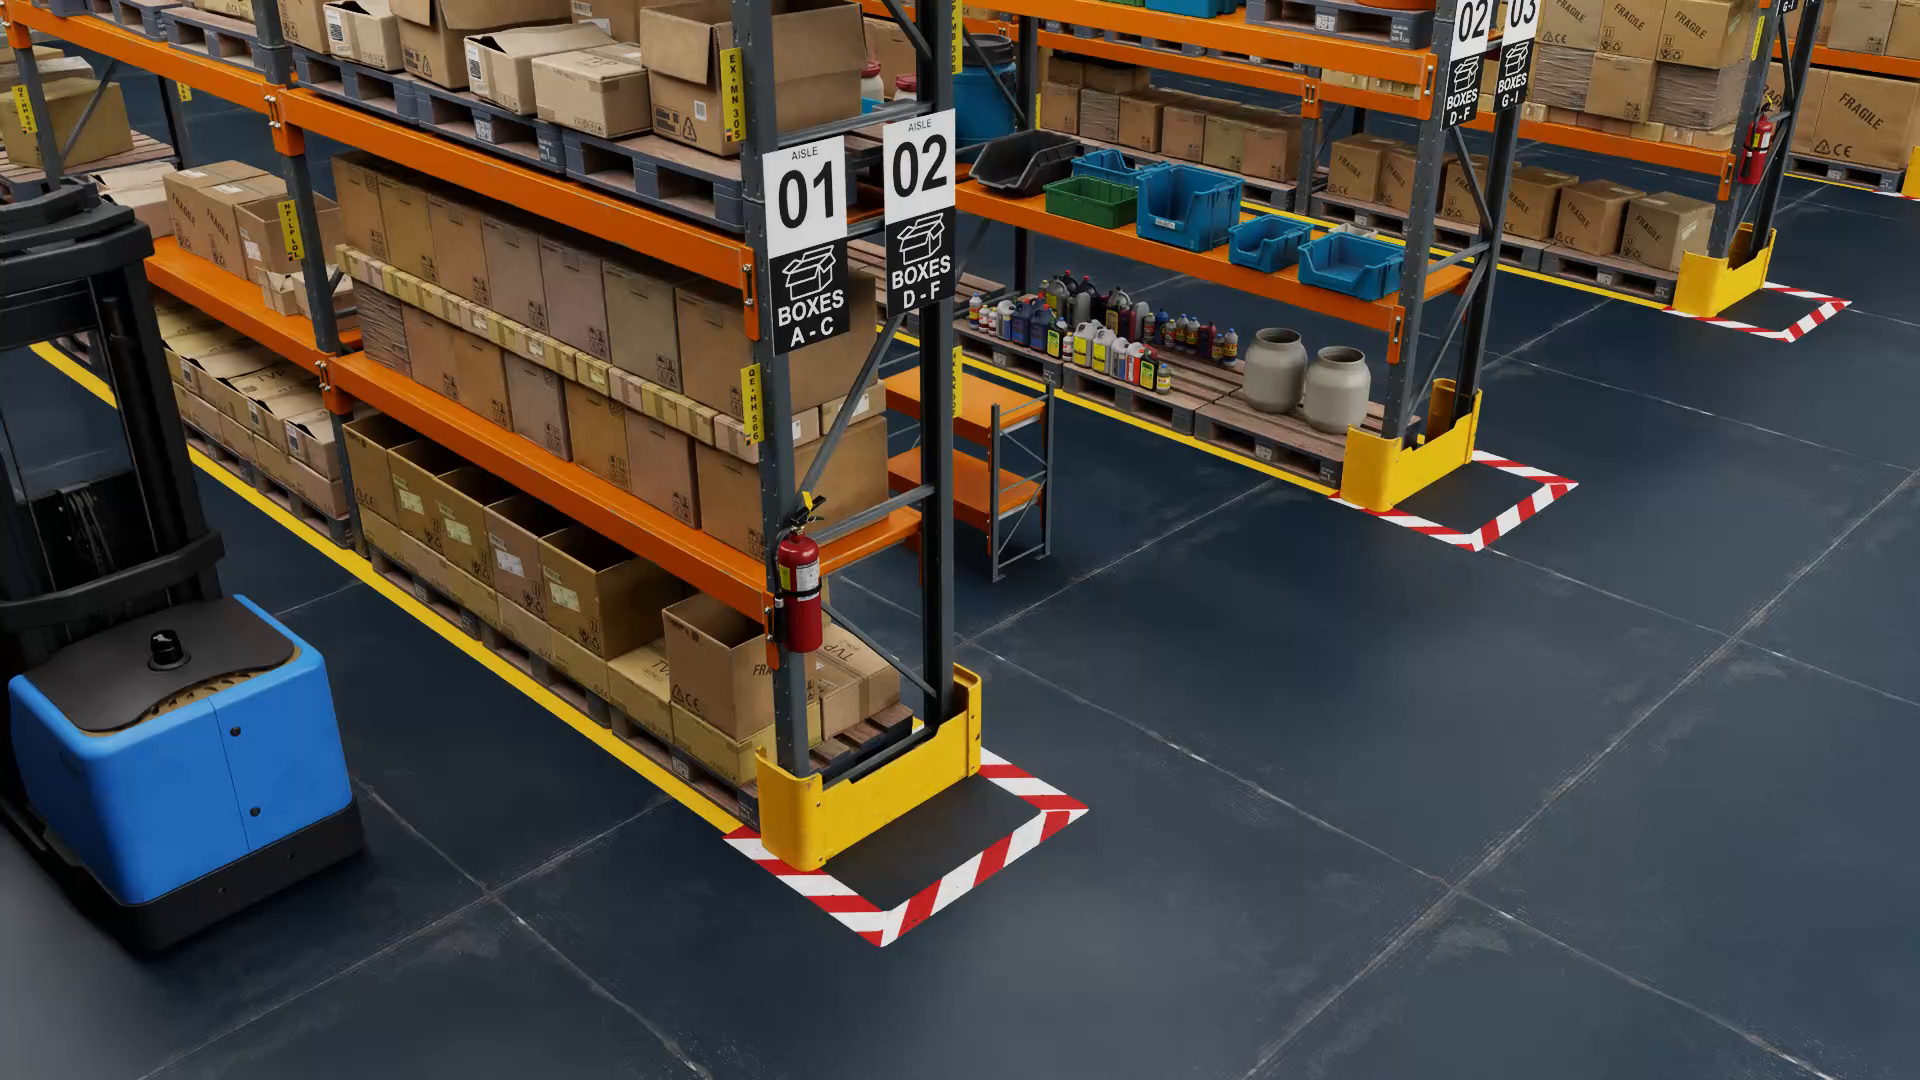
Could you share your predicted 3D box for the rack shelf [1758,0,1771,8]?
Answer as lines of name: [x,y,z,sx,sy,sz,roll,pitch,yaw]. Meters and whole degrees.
rack shelf: [5.100,-5.037,14.157,4.000,0.370,1.077,25,36,38]

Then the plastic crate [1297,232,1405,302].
plastic crate: [2.487,-1.730,10.477,0.616,0.251,0.499,25,36,38]

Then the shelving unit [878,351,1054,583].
shelving unit: [-0.005,-0.500,9.992,1.048,1.125,0.538,25,36,38]

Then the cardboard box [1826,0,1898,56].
cardboard box: [9.372,-5.333,17.009,0.550,0.550,0.875,25,36,38]

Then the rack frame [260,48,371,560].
rack frame: [-3.274,-1.394,9.679,0.127,3.000,1.000,25,36,38]

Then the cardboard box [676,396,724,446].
cardboard box: [-1.015,-0.567,7.301,0.380,0.149,0.250,-24,36,-38]

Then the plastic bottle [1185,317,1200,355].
plastic bottle: [1.735,-1.526,12.388,0.097,0.271,0.097,0,28,0]

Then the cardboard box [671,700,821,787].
cardboard box: [-1.011,0.865,7.885,0.500,0.250,0.500,25,36,38]

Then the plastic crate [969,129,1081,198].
plastic crate: [0.486,-2.797,12.412,0.504,0.338,0.767,25,36,38]

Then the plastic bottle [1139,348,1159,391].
plastic bottle: [1.341,-1.210,11.774,0.061,0.283,0.133,-24,36,-38]

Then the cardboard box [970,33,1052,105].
cardboard box: [0.344,-5.463,19.249,0.875,0.875,1.225,23,35,36]

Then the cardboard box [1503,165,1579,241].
cardboard box: [5.210,-3.059,15.079,0.500,0.500,0.500,-21,34,-35]

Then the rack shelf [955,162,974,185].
rack shelf: [-1.224,-3.371,14.211,4.000,0.370,1.077,25,36,38]

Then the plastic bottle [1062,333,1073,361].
plastic bottle: [0.806,-1.430,12.281,0.097,0.201,0.097,0,28,0]

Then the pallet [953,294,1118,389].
pallet: [0.651,-1.570,13.009,1.213,0.211,1.003,25,36,38]

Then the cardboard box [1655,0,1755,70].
cardboard box: [5.961,-4.092,13.307,0.500,0.500,0.500,25,36,38]

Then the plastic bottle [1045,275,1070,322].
plastic bottle: [0.762,-1.897,13.008,0.185,0.351,0.144,25,36,38]

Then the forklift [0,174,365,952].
forklift: [-4.099,-0.175,7.434,3.031,2.935,1.130,24,36,38]

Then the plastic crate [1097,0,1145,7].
plastic crate: [1.136,-3.666,11.003,0.450,0.188,0.336,25,36,38]

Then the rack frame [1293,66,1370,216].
rack frame: [3.674,-4.681,15.929,0.127,3.000,1.000,25,36,38]

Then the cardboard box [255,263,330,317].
cardboard box: [-4.029,-1.561,10.140,0.258,0.266,0.396,24,36,37]

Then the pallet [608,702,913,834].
pallet: [-0.996,0.909,8.294,1.213,0.211,1.003,25,36,38]

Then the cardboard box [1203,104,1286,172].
cardboard box: [2.925,-4.139,17.111,0.500,0.500,0.700,24,36,38]

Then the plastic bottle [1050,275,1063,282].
plastic bottle: [0.776,-1.982,13.242,0.061,0.283,0.133,-23,36,-37]

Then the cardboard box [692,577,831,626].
cardboard box: [-1.006,0.199,8.347,0.500,0.500,0.500,25,36,38]

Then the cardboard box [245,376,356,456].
cardboard box: [-4.139,-0.816,10.480,0.500,0.311,0.500,-24,36,-38]

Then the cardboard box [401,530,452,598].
cardboard box: [-2.803,0.053,9.429,0.500,0.250,0.500,25,36,38]

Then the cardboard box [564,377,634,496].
cardboard box: [-1.473,-0.624,8.106,0.500,0.500,0.700,25,37,39]

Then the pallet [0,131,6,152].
pallet: [-7.516,-3.248,13.410,1.213,0.211,1.003,25,36,38]

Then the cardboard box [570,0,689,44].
cardboard box: [-1.414,-2.342,7.548,0.500,0.500,0.500,25,36,38]

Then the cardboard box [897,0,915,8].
cardboard box: [-0.428,-6.442,19.171,0.500,0.500,0.500,23,36,37]

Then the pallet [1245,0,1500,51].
pallet: [2.533,-3.278,10.242,1.213,0.211,1.003,25,36,38]

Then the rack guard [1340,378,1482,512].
rack guard: [2.967,-0.635,10.920,0.348,0.500,1.175,25,36,38]

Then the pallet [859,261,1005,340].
pallet: [-0.385,-2.046,13.915,1.213,0.211,1.003,25,36,38]

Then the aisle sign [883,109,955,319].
aisle sign: [-0.160,-1.320,6.744,0.004,0.787,0.394,25,36,38]

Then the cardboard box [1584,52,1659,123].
cardboard box: [5.713,-3.863,13.947,0.500,0.500,0.875,25,36,38]

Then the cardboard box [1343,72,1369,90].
cardboard box: [3.786,-4.314,15.501,0.250,0.149,0.380,25,36,38]

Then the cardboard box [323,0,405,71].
cardboard box: [-2.714,-2.502,8.057,0.500,0.311,0.500,22,35,36]

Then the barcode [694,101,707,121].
barcode: [-0.975,-1.612,6.246,0.075,0.075,0.001,25,36,38]

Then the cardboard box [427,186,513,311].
cardboard box: [-2.235,-1.542,8.458,0.500,0.500,0.700,25,36,38]

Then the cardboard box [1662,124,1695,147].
cardboard box: [6.001,-3.371,13.707,0.250,0.149,0.380,25,36,38]

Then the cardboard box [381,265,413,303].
cardboard box: [-2.854,-1.408,8.901,0.250,0.149,0.380,23,36,37]

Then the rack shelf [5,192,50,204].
rack shelf: [-7.552,-3.034,13.570,4.000,0.370,1.077,25,36,38]

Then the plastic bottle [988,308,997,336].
plastic bottle: [0.267,-1.677,12.751,0.097,0.201,0.097,0,28,0]

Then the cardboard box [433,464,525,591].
cardboard box: [-2.449,-0.114,8.941,0.500,0.500,0.500,25,36,38]

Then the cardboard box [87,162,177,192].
cardboard box: [-5.897,-2.527,11.929,0.500,0.311,0.500,-23,35,-36]

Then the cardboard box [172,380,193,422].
cardboard box: [-5.224,-1.069,11.563,0.500,0.250,0.500,23,36,37]

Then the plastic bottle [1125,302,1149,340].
plastic bottle: [1.343,-1.689,12.694,0.152,0.276,0.135,-25,36,-38]

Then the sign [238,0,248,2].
sign: [-3.647,-2.907,8.439,0.005,0.325,0.100,25,36,38]

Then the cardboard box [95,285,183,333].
cardboard box: [-5.958,-1.648,12.062,0.500,0.311,0.500,-24,36,-38]

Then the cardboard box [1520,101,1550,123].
cardboard box: [5.035,-3.744,14.416,0.250,0.149,0.380,25,36,38]

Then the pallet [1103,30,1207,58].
pallet: [2.262,-5.269,17.253,1.213,0.211,1.003,25,36,38]

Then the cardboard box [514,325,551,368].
cardboard box: [-1.935,-0.987,8.101,0.250,0.149,0.380,24,36,38]

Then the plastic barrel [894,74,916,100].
plastic barrel: [-0.327,-3.482,13.503,0.433,0.535,0.433,0,28,0]

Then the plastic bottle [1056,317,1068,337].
plastic bottle: [0.752,-1.526,12.388,0.097,0.271,0.097,0,28,0]
